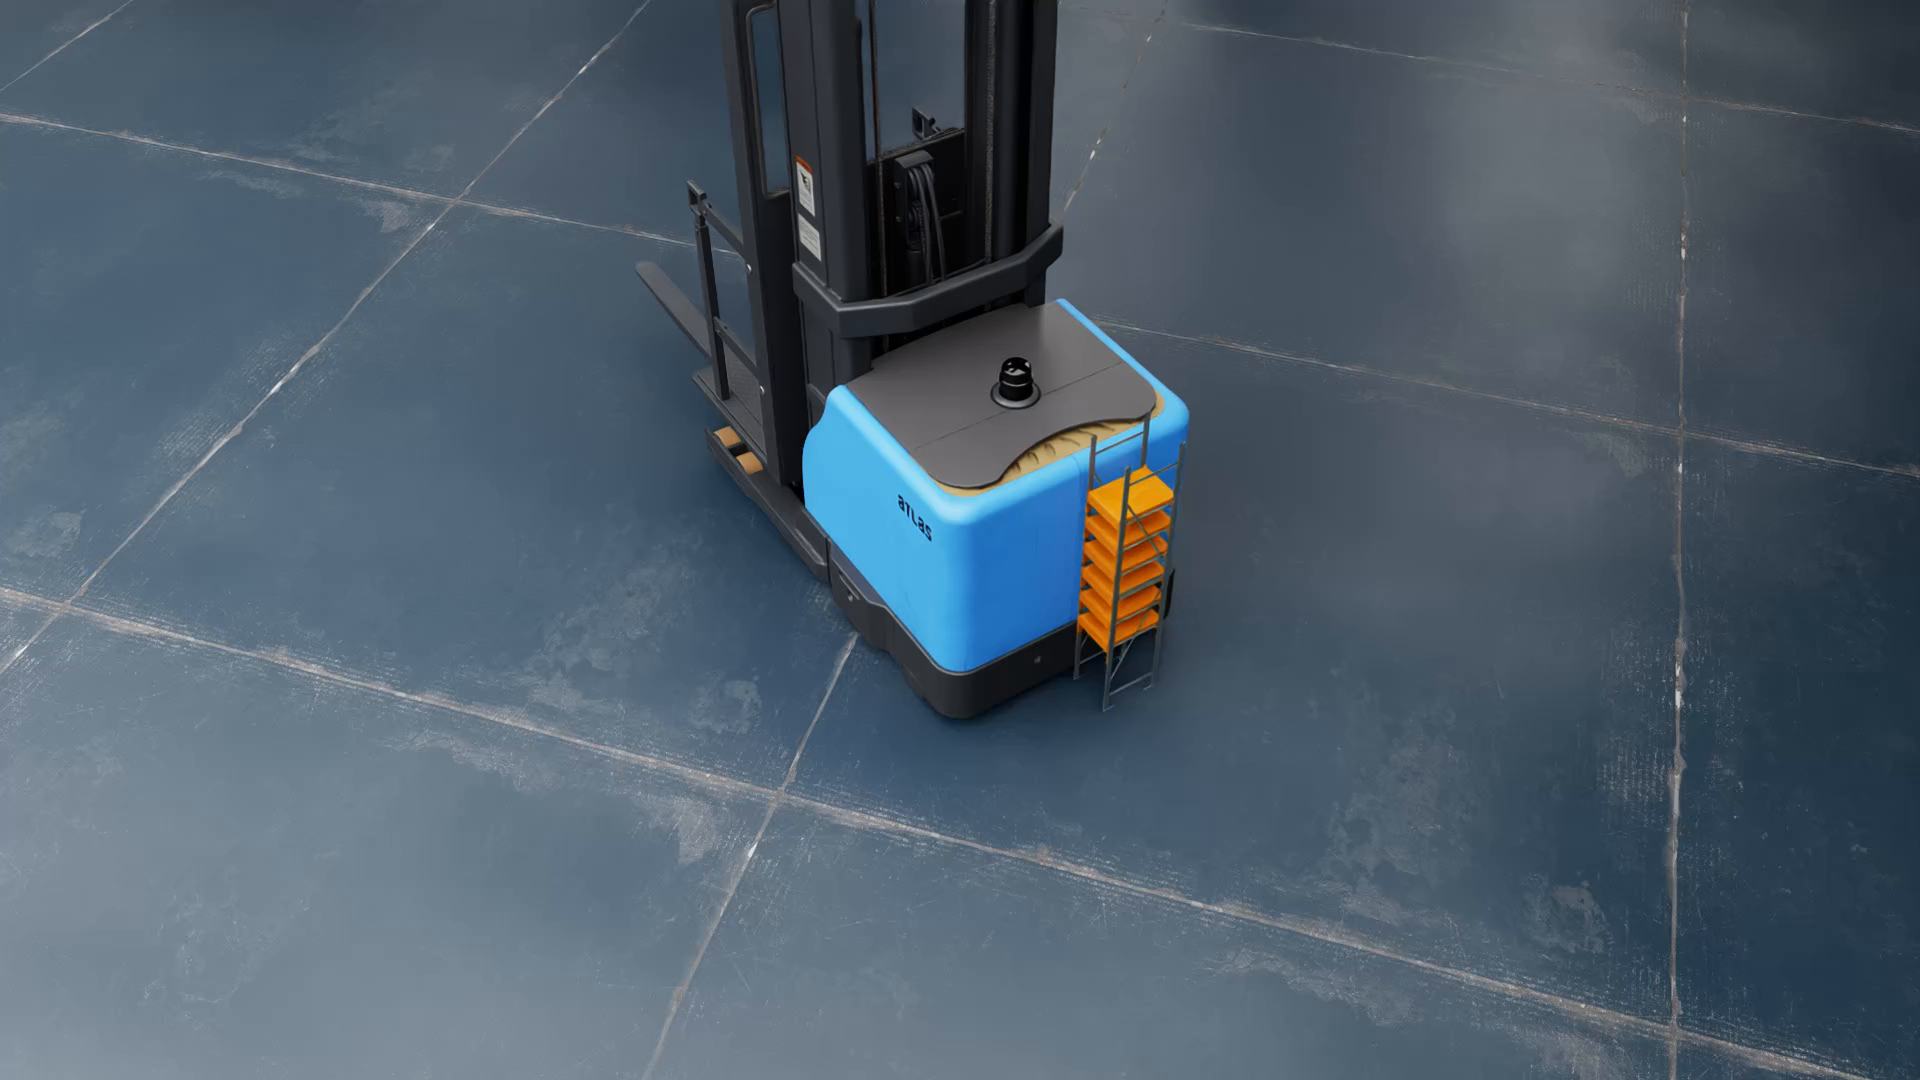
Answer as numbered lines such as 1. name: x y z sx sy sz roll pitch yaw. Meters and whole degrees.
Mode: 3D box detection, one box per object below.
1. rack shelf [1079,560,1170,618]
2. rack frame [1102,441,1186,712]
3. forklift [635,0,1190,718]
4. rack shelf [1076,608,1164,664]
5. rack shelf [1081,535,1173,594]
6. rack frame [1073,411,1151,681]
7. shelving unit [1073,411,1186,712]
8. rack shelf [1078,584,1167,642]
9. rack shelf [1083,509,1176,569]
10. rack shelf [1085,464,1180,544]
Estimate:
1. rack shelf: 0.575 0.135 5.817 0.258 0.103 0.180 -24 49 -23
2. rack frame: 0.625 0.157 5.731 0.240 1.200 0.006 -24 49 -23
3. forklift: -0.415 -1.412 6.098 1.130 2.935 3.031 -24 49 -23
4. rack shelf: 0.575 0.307 5.985 0.258 0.103 0.180 -24 49 -23
5. rack shelf: 0.575 0.050 5.733 0.258 0.103 0.180 -24 49 -23
6. rack frame: 0.526 0.050 5.841 0.240 1.200 0.006 -24 49 -23
7. shelving unit: 0.575 0.104 5.786 0.258 1.200 0.189 -24 49 -23
8. rack shelf: 0.575 0.221 5.901 0.258 0.103 0.180 -24 49 -23
9. rack shelf: 0.575 -0.036 5.650 0.258 0.103 0.180 -24 49 -23
10. rack shelf: 0.575 -0.122 5.566 0.258 0.103 0.180 -24 49 -23
